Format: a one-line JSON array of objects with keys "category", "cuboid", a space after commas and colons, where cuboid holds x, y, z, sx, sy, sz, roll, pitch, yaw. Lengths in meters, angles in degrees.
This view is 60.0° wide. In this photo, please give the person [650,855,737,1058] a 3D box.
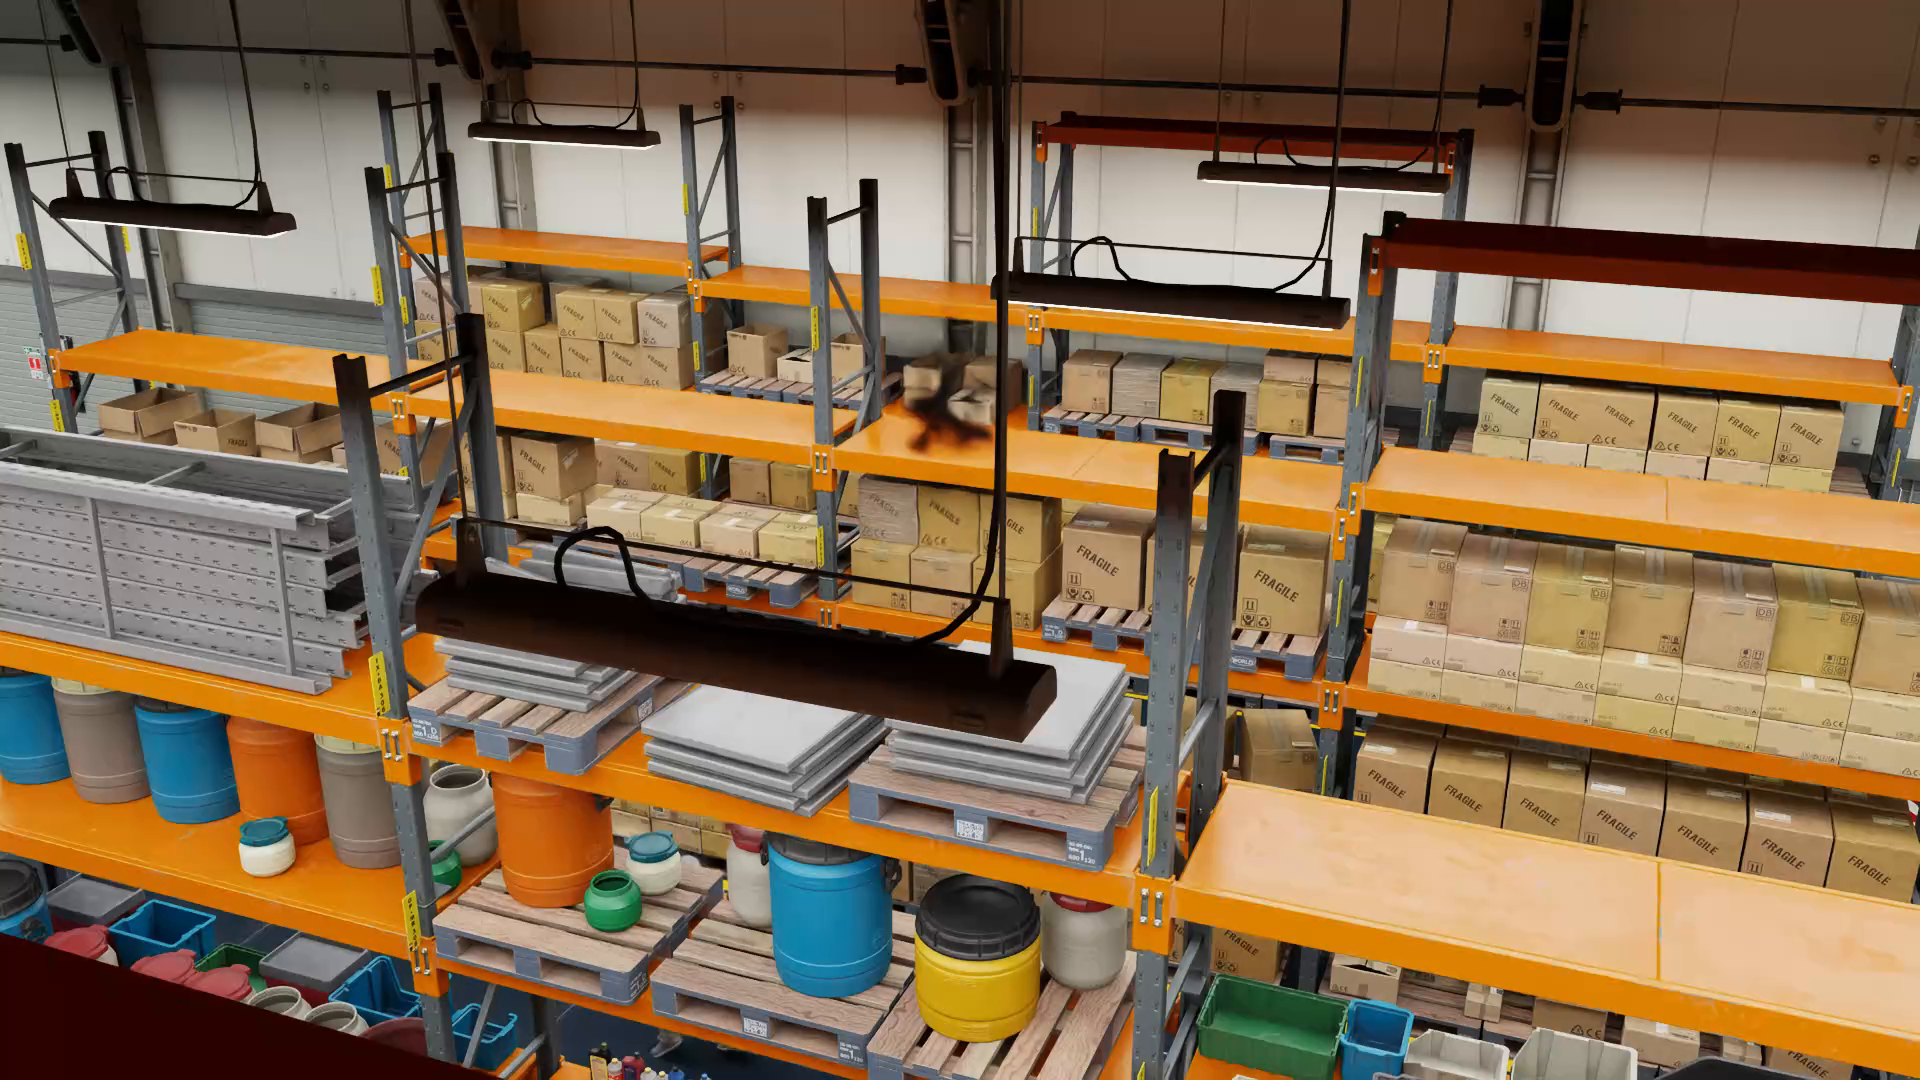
[{"category": "person", "cuboid": [-1.920, 3.056, 12.058, 0.759, 1.719, 0.608, 8, 22, 21]}]
